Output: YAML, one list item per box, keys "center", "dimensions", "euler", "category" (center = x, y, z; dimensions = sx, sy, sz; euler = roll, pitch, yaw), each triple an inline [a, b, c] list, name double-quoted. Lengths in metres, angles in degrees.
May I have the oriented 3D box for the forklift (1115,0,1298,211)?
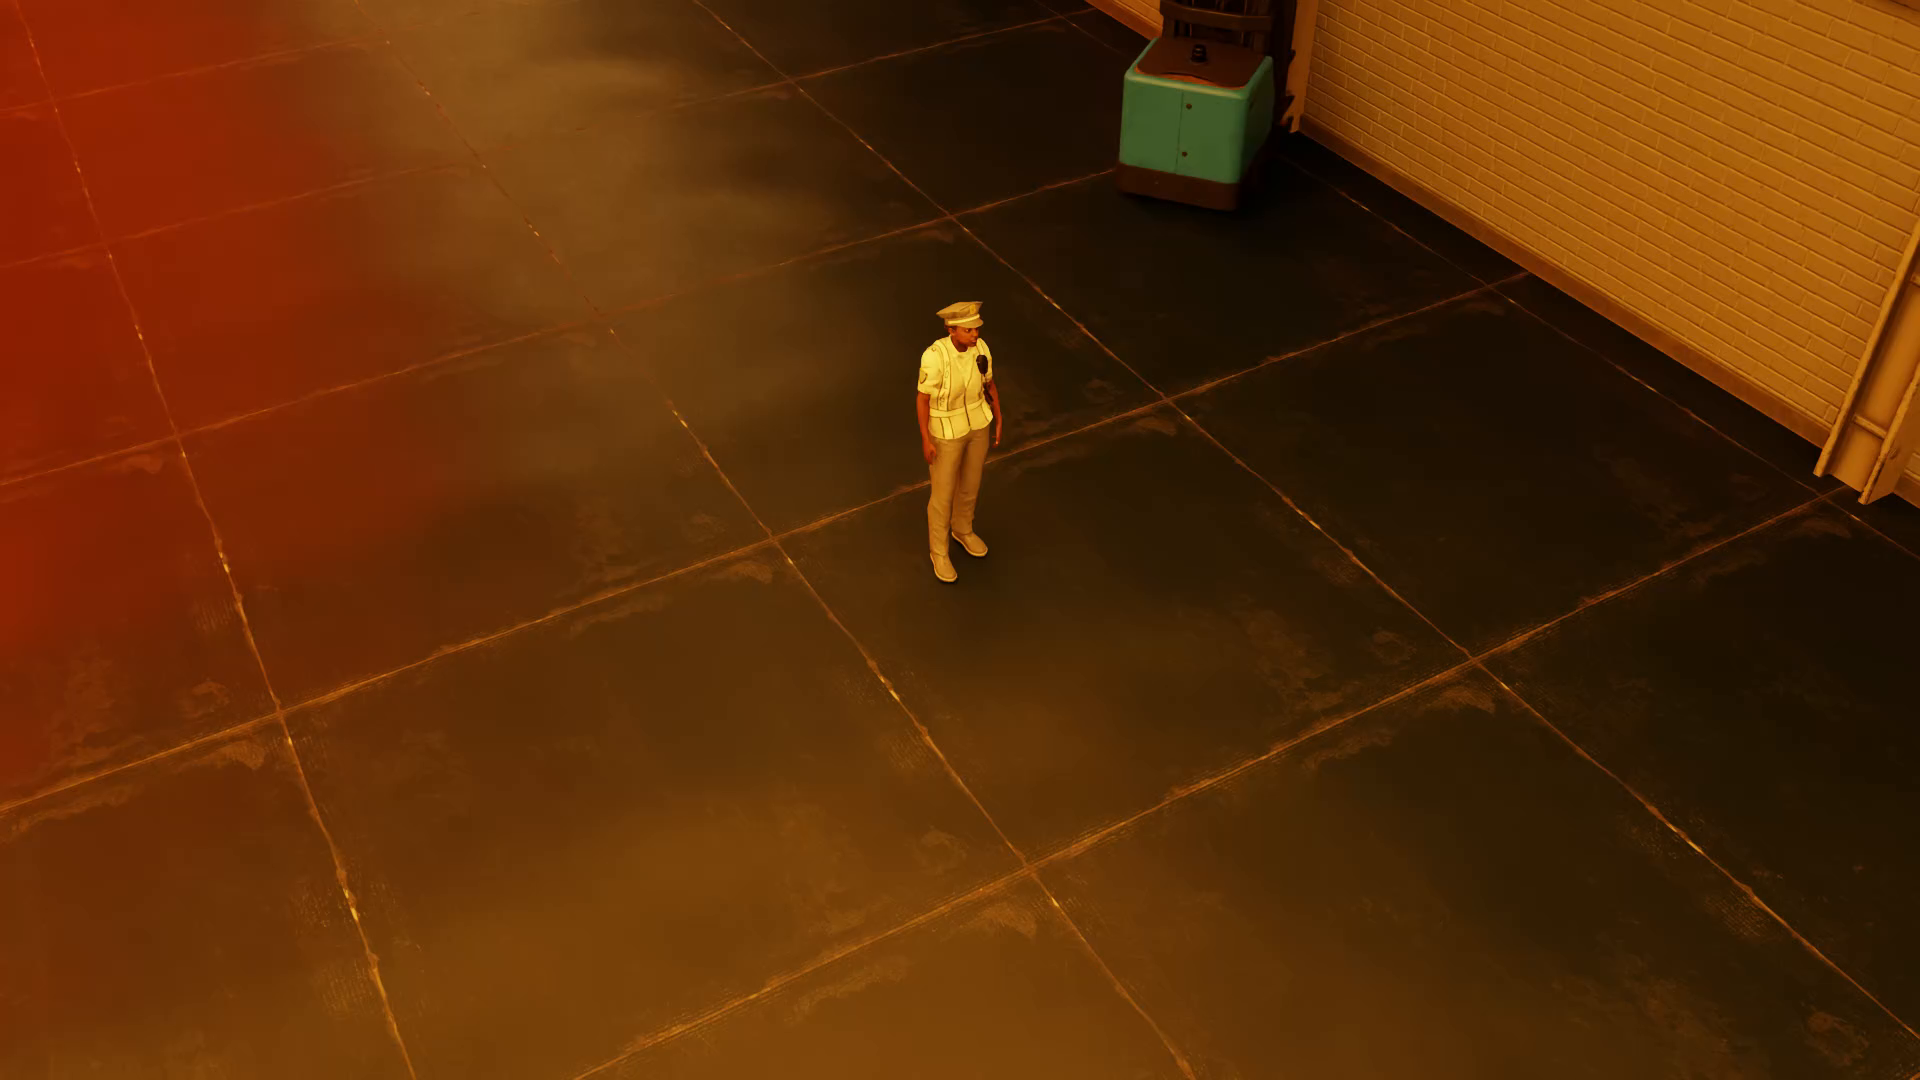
- center: [2.323, -4.723, 13.730]
  dimensions: [1.130, 2.935, 3.031]
  euler: [15, 42, 17]
  category: "forklift"

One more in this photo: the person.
- center: [0.020, -0.610, 9.729]
  dimensions: [0.569, 1.695, 0.530]
  euler: [-20, 44, -23]
  category: "person"
